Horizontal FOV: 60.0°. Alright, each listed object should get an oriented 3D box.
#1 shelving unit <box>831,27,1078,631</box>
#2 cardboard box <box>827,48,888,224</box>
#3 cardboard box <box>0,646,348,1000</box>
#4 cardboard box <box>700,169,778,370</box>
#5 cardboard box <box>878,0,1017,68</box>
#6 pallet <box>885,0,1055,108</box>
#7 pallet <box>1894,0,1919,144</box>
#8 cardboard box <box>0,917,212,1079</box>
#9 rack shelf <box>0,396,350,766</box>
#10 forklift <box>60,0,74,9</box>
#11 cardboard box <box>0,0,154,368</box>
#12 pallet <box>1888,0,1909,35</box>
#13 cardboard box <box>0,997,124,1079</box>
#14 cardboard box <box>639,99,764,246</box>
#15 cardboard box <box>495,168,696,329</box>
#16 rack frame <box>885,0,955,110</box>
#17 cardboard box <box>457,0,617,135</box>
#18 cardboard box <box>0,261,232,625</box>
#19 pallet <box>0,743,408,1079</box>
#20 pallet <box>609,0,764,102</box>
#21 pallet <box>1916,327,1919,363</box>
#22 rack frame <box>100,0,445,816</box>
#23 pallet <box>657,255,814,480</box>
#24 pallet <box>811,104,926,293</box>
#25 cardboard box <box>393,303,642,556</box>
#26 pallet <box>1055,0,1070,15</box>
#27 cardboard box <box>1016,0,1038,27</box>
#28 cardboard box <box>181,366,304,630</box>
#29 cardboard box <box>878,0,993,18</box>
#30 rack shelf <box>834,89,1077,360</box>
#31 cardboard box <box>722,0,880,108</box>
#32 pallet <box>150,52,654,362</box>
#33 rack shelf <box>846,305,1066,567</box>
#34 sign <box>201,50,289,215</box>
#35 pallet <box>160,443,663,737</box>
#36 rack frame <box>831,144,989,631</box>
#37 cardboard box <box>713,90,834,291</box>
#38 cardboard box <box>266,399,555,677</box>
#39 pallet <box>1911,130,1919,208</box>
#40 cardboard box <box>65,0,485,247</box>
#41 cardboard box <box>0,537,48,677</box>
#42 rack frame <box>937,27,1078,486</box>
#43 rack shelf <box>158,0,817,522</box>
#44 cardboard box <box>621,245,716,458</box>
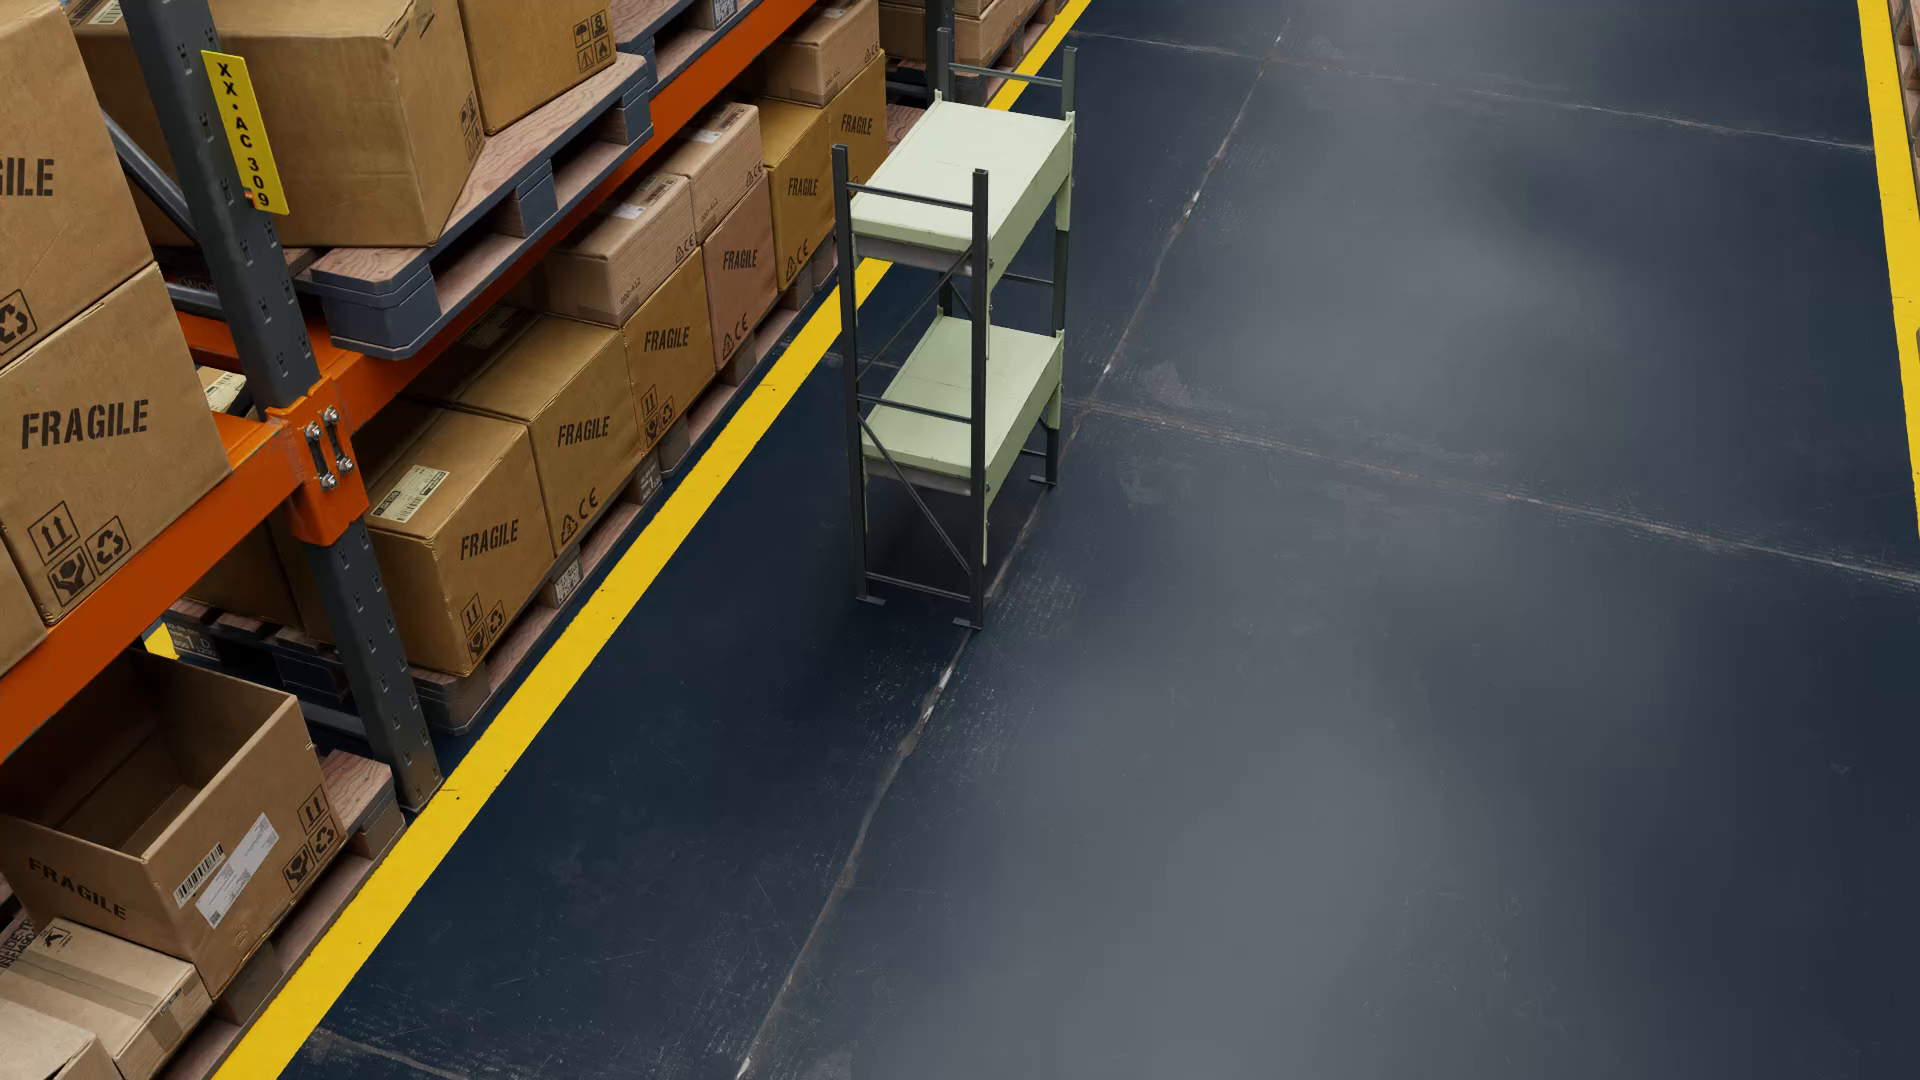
[{"bbox_3d":[0.002,-0.575,4.768,0.431,1.500,0.755,13,42,15],"label":"shelving unit"},{"bbox_3d":[-0.611,-1.595,6.395,0.500,0.500,0.500,15,43,17],"label":"cardboard box"},{"bbox_3d":[-1.808,0.633,3.784,0.500,0.500,0.500,13,42,15],"label":"cardboard box"},{"bbox_3d":[-0.962,-0.958,5.648,0.500,0.500,0.500,12,42,13],"label":"cardboard box"},{"bbox_3d":[-0.057,-2.369,7.510,0.500,0.250,0.500,13,42,15],"label":"cardboard box"},{"bbox_3d":[-0.194,-2.433,7.939,1.003,0.211,1.213,13,42,15],"label":"pallet"},{"bbox_3d":[4.832,-2.061,7.503,1.003,0.211,1.213,13,42,15],"label":"pallet"},{"bbox_3d":[-1.880,1.009,3.614,0.380,0.149,0.250,13,42,15],"label":"cardboard box"},{"bbox_3d":[-2.564,0.932,2.400,1.077,0.370,4.000,13,42,15],"label":"rack shelf"},{"bbox_3d":[-2.235,-2.891,6.381,1.130,2.935,3.031,14,42,16],"label":"forklift"},{"bbox_3d":[-1.809,-0.614,2.811,0.500,0.500,0.500,14,42,15],"label":"cardboard box"},{"bbox_3d":[5.247,-2.807,8.378,1.003,0.211,1.213,13,42,15],"label":"pallet"},{"bbox_3d":[-2.064,1.162,3.309,0.500,0.311,0.500,13,42,15],"label":"cardboard box"},{"bbox_3d":[-0.972,-1.220,5.378,0.500,0.250,0.500,13,42,14],"label":"cardboard box"},{"bbox_3d":[-1.143,-0.914,5.019,0.500,0.250,0.500,13,42,15],"label":"cardboard box"},{"bbox_3d":[-0.512,-3.001,6.456,1.000,3.000,0.127,13,42,15],"label":"rack frame"},{"bbox_3d":[-1.332,-1.432,4.216,0.700,0.500,0.500,20,44,22],"label":"cardboard box"},{"bbox_3d":[-1.810,-0.237,3.140,0.500,0.500,0.500,14,42,16],"label":"cardboard box"},{"bbox_3d":[-2.115,0.919,4.011,1.003,0.211,1.213,13,42,15],"label":"pallet"},{"bbox_3d":[-1.173,-1.741,5.127,1.003,0.211,1.213,13,42,15],"label":"pallet"},{"bbox_3d":[3.804,-0.379,5.531,1.003,0.211,1.213,13,42,15],"label":"pallet"},{"bbox_3d":[-1.880,-0.561,3.596,1.000,3.000,0.127,13,42,15],"label":"rack frame"},{"bbox_3d":[-1.222,-0.751,5.968,1.003,0.211,1.213,13,42,15],"label":"pallet"},{"bbox_3d":[-0.803,-1.493,6.837,1.003,0.211,1.213,13,42,15],"label":"pallet"},{"bbox_3d":[-1.313,-0.346,4.932,0.500,0.500,0.500,14,42,16],"label":"cardboard box"},{"bbox_3d":[0.225,-3.175,8.809,1.003,0.211,1.213,13,42,15],"label":"pallet"},{"bbox_3d":[0.114,-2.675,7.870,0.500,0.250,0.500,12,42,14],"label":"cardboard box"},{"bbox_3d":[-1.980,-0.142,4.692,0.500,0.500,0.500,13,42,15],"label":"cardboard box"},{"bbox_3d":[-0.057,-2.582,7.328,0.500,0.311,0.500,15,43,17],"label":"cardboard box"},{"bbox_3d":[0.002,-0.872,4.515,0.431,0.370,0.720,13,42,15],"label":"rack shelf"},{"bbox_3d":[-0.626,-1.845,6.110,0.500,0.250,0.500,15,43,17],"label":"cardboard box"},{"bbox_3d":[-1.504,-0.951,4.202,1.003,0.211,1.213,13,42,15],"label":"pallet"},{"bbox_3d":[0.002,-0.327,4.980,0.431,0.370,0.720,13,42,15],"label":"rack shelf"},{"bbox_3d":[-1.367,-0.775,3.180,0.100,0.325,0.005,13,42,15],"label":"sign"},{"bbox_3d":[-1.637,-0.005,5.093,1.003,0.211,1.213,13,42,15],"label":"pallet"},{"bbox_3d":[-0.123,-0.351,4.506,0.400,1.500,0.023,13,42,15],"label":"rack frame"},{"bbox_3d":[-0.788,-1.279,6.025,0.500,0.500,0.500,12,42,14],"label":"cardboard box"},{"bbox_3d":[-1.485,-0.018,4.547,0.500,0.500,0.500,11,42,13],"label":"cardboard box"},{"bbox_3d":[4.413,-1.319,6.633,1.003,0.211,1.213,13,42,15],"label":"pallet"},{"bbox_3d":[-1.508,-0.998,3.708,0.700,0.500,0.500,0,40,0],"label":"cardboard box"},{"bbox_3d":[-1.985,0.078,2.771,0.500,0.500,0.500,14,43,16],"label":"cardboard box"},{"bbox_3d":[0.127,-0.798,5.030,0.400,1.500,0.023,13,42,15],"label":"rack frame"},{"bbox_3d":[-1.196,-1.507,5.260,1.077,0.370,4.000,13,42,15],"label":"rack shelf"},{"bbox_3d":[-1.135,-0.649,5.287,0.500,0.500,0.500,14,42,16],"label":"cardboard box"}]
